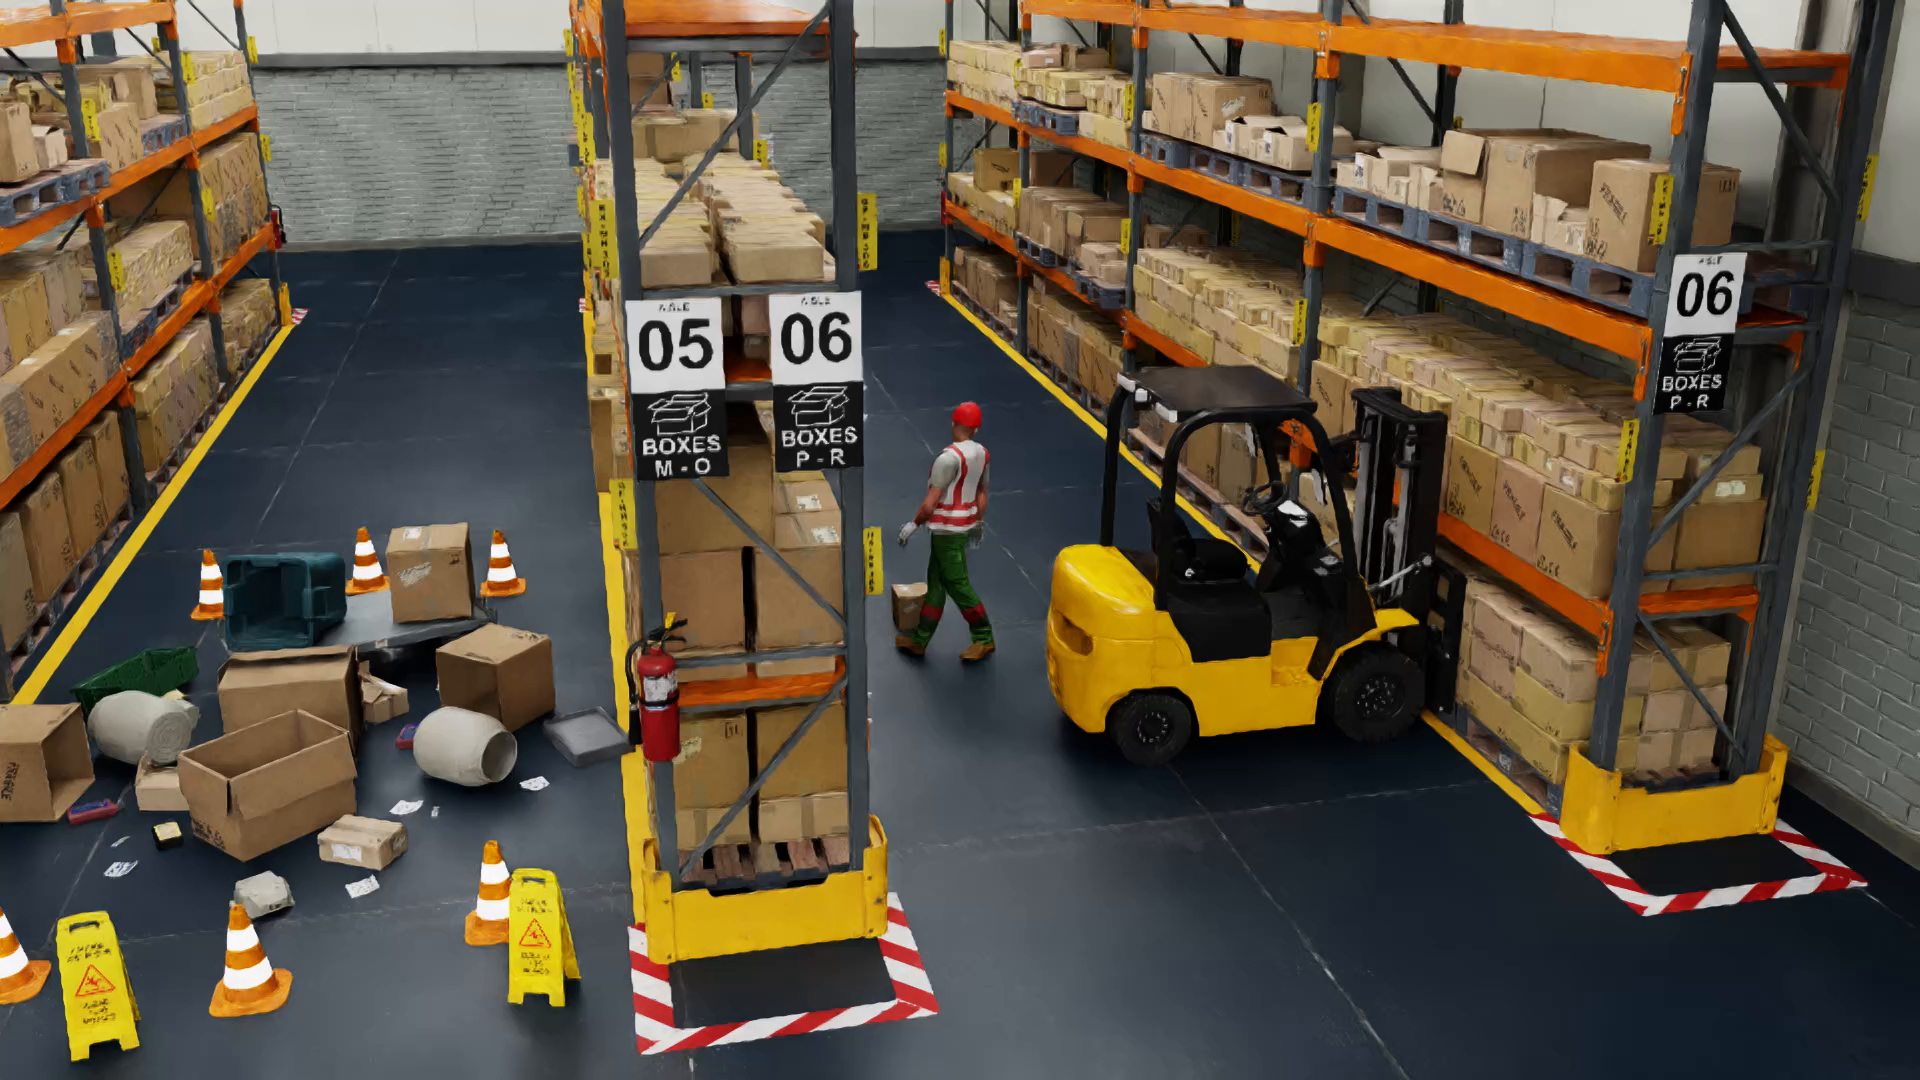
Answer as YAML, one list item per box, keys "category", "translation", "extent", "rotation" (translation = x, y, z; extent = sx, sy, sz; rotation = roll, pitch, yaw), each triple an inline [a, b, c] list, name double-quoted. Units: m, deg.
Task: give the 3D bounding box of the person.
- category: "person"
  translation: [-0.095, -0.074, 11.279]
  extent: [0.720, 1.744, 0.595]
  rotation: [6, 20, 18]
